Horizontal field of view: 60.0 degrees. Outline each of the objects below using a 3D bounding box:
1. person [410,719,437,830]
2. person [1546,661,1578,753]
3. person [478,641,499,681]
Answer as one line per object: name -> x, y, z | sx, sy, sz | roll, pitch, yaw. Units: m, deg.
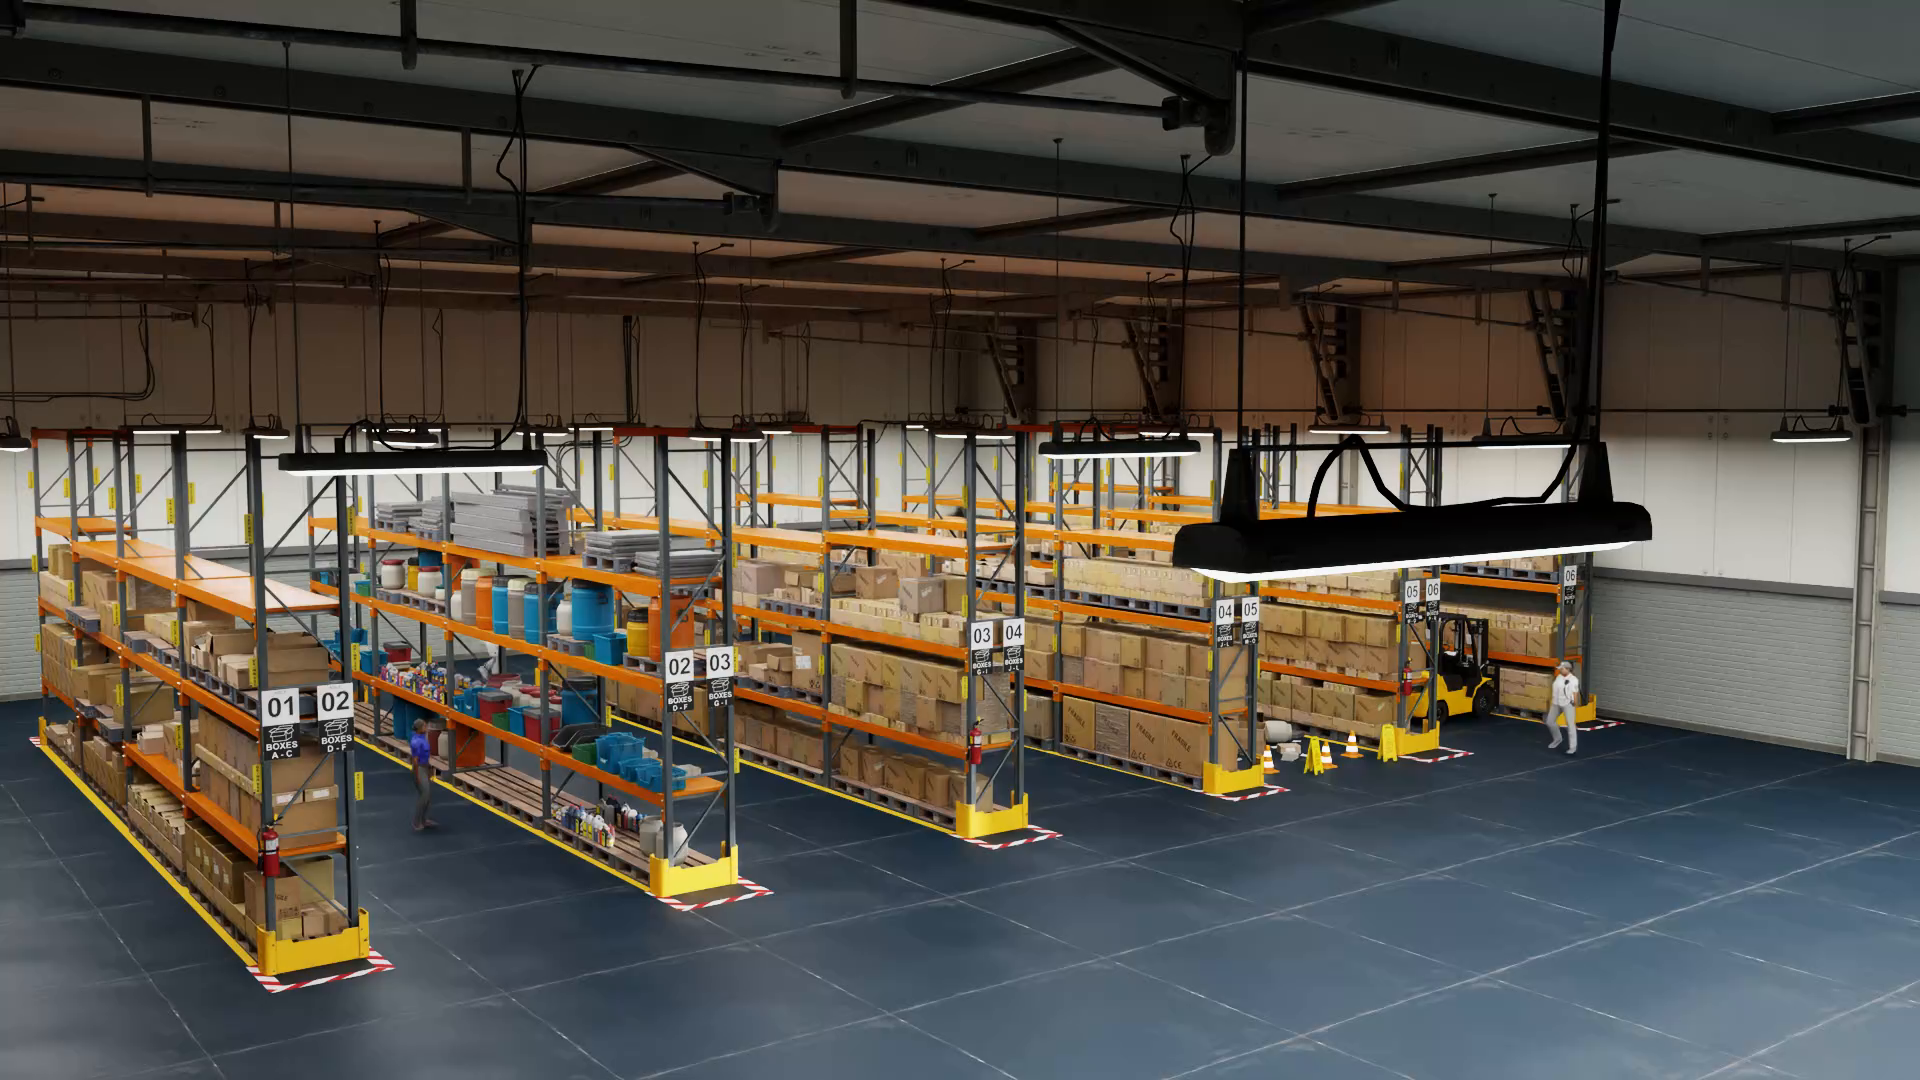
person -> -8.160, 3.562, 25.257 | 0.356, 1.721, 0.532 | 0, 4, -5
person -> 11.164, 3.080, 30.792 | 0.434, 1.686, 0.590 | -3, 6, -37
person -> -10.790, 2.424, 38.345 | 0.585, 1.756, 0.627 | -3, 5, -34
